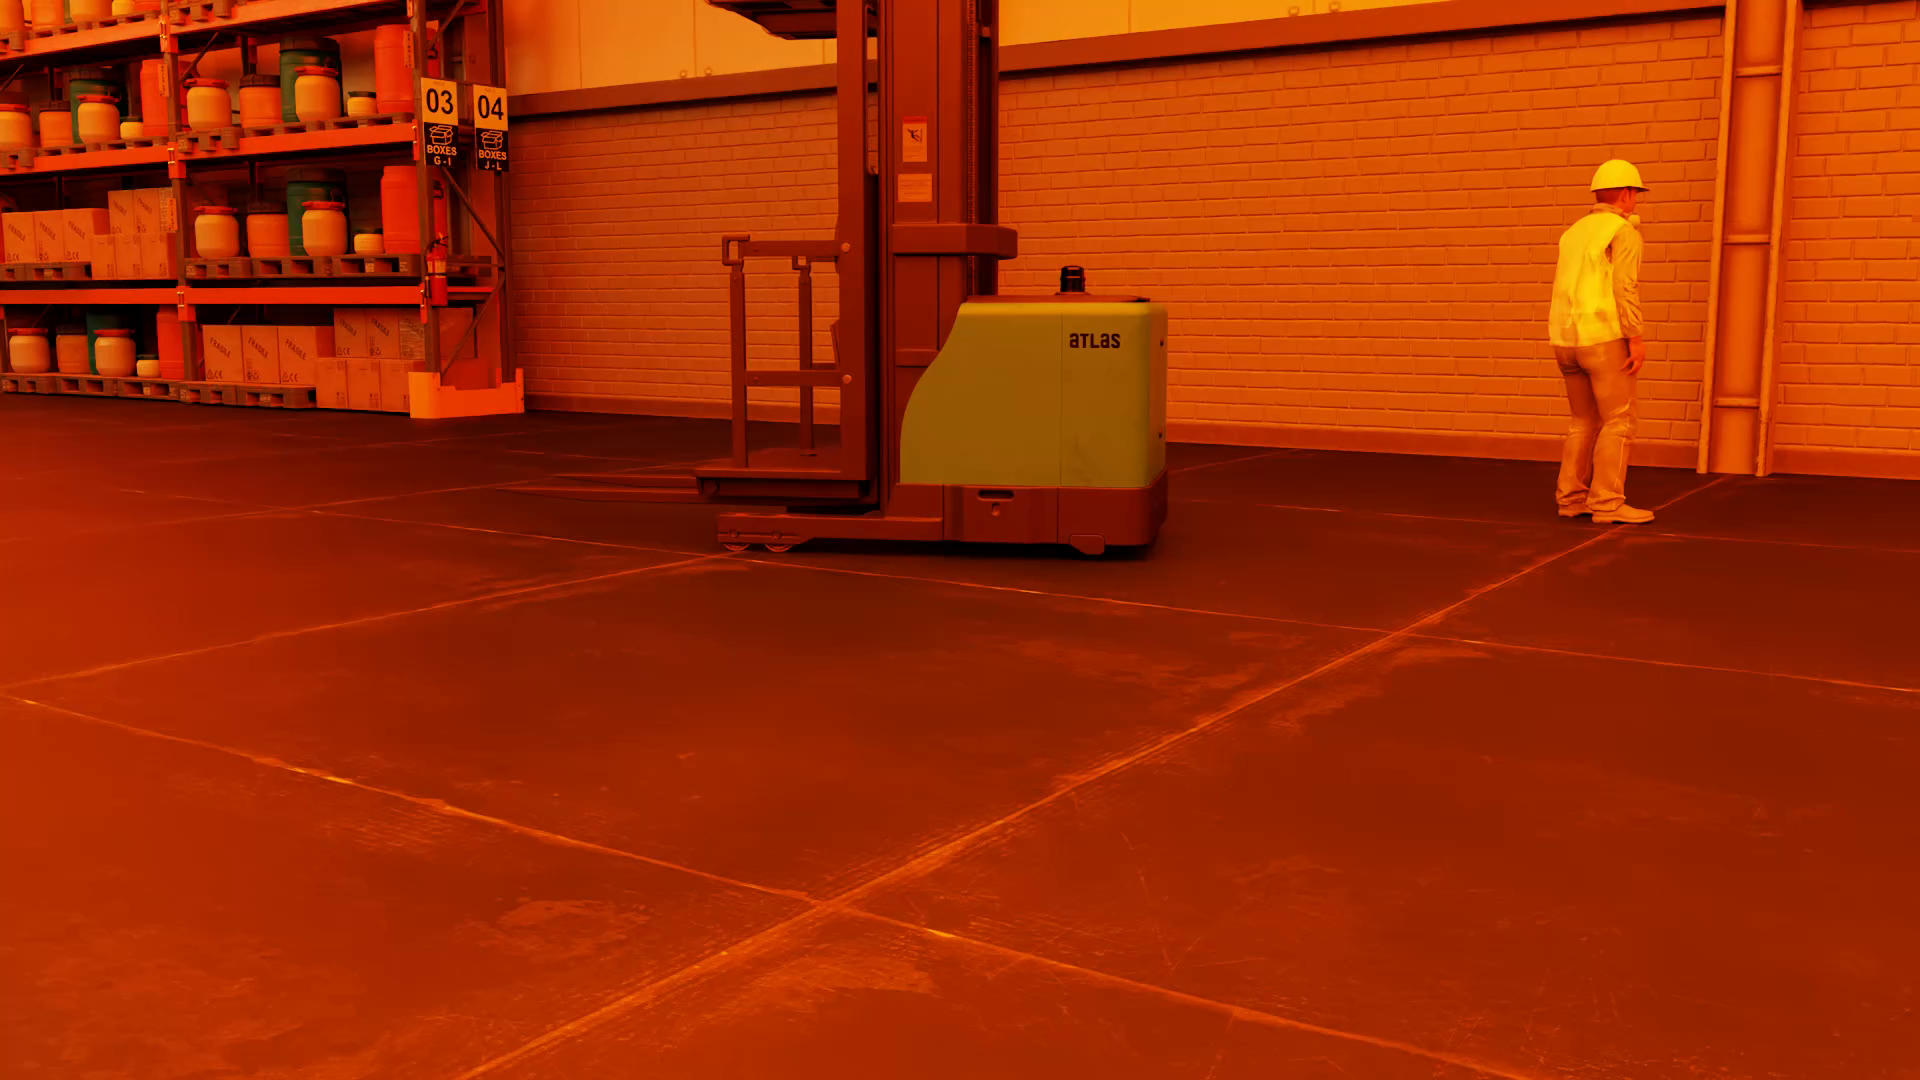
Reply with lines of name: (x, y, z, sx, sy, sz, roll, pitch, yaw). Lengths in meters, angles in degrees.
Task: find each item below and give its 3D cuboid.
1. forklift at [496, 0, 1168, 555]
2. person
forklift: (-0.596, -1.469, 7.520, 3.031, 2.935, 1.130, 2, 8, 12)
person: (3.179, -0.986, 8.257, 0.466, 1.769, 0.580, -2, 8, -15)
